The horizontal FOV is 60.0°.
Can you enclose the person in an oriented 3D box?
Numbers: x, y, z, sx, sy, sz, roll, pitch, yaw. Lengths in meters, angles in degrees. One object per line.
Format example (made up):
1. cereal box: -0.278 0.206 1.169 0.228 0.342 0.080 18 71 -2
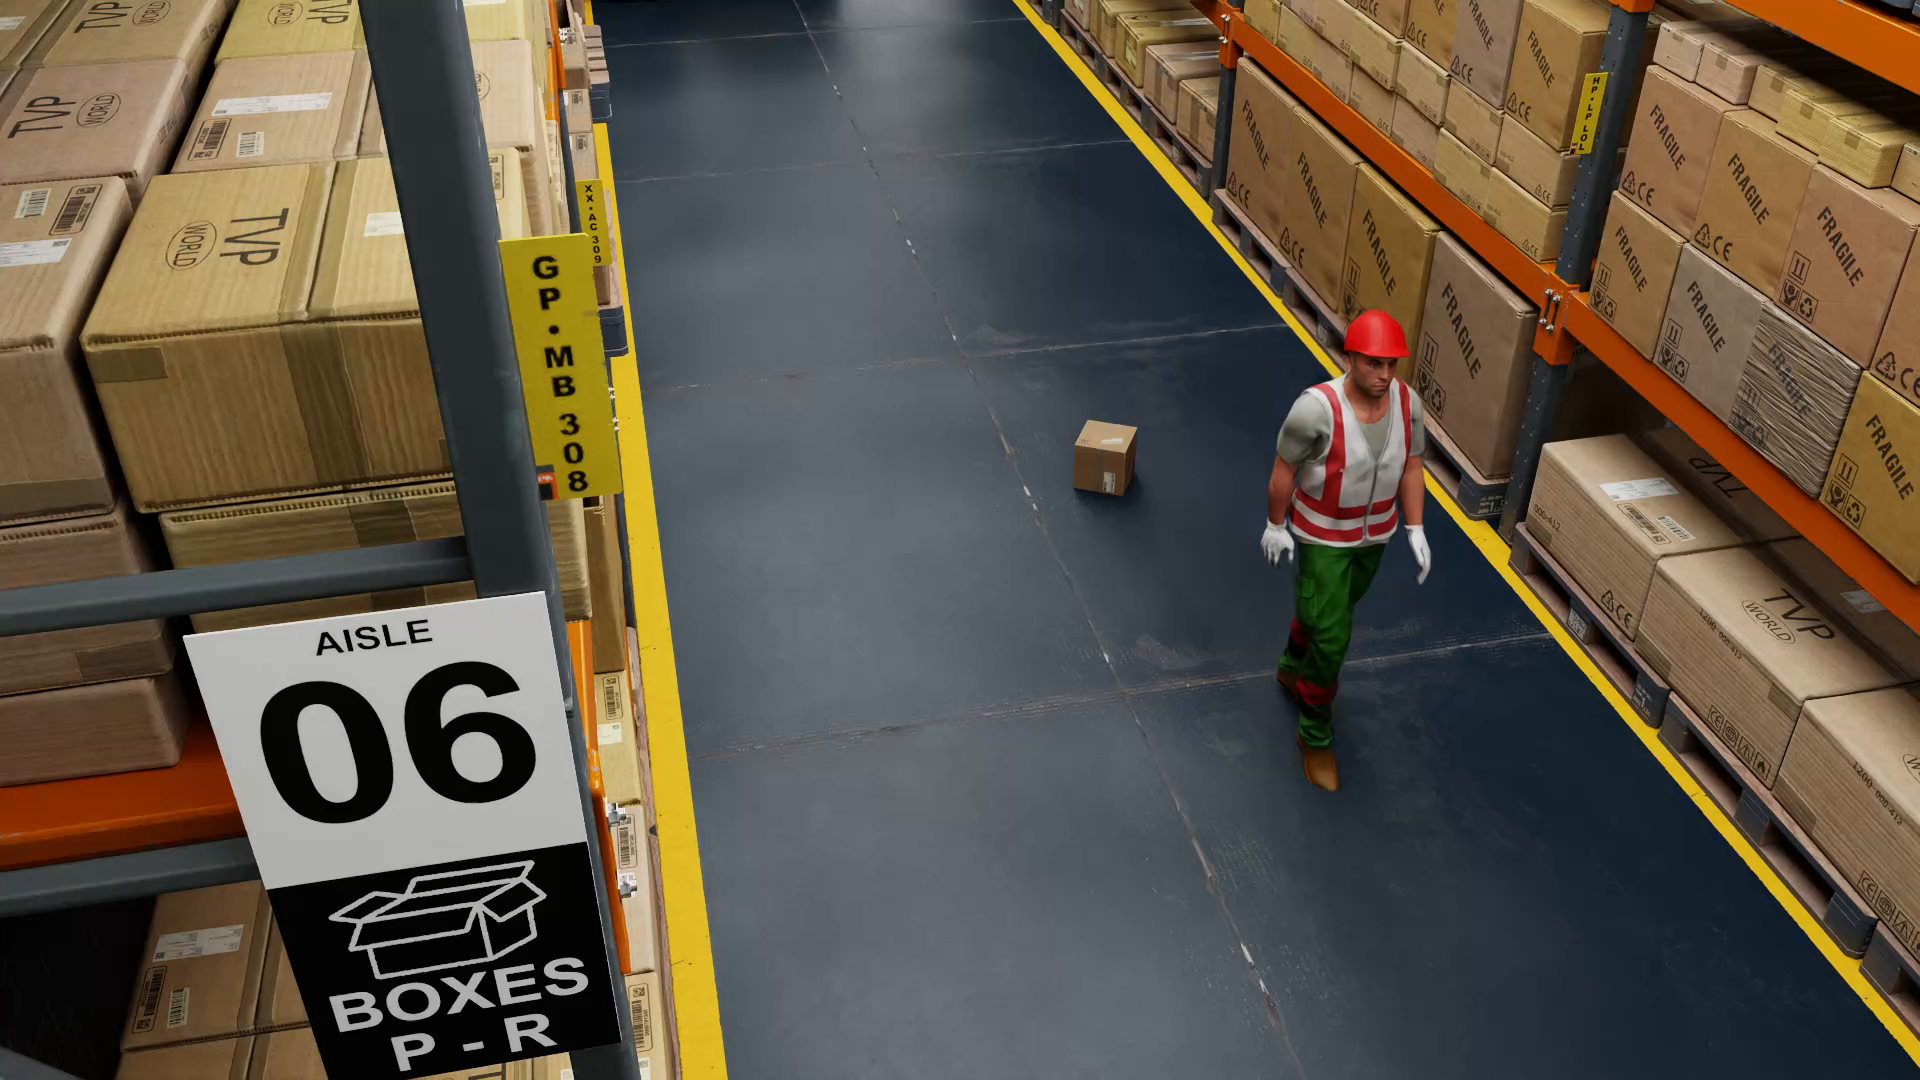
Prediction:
1. person: 1.427 0.021 6.104 0.545 1.841 0.660 -13 36 -18
